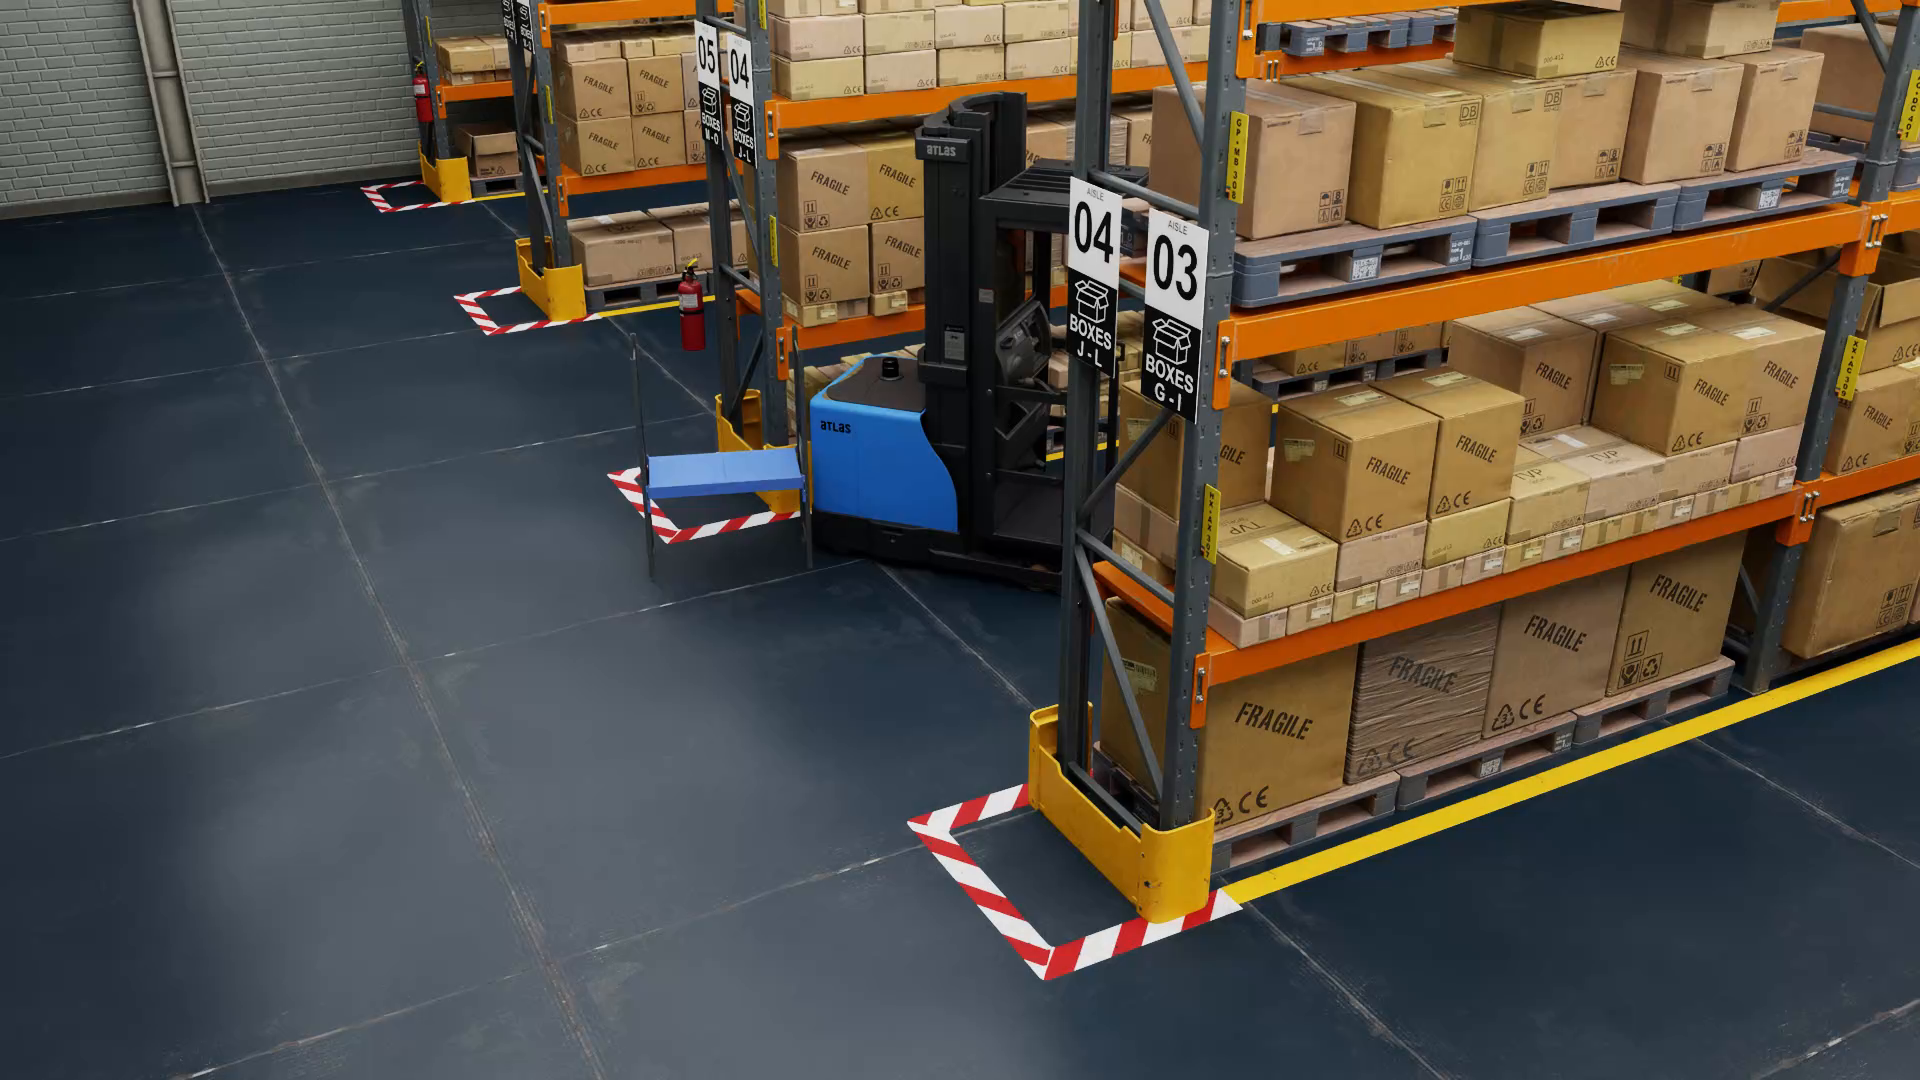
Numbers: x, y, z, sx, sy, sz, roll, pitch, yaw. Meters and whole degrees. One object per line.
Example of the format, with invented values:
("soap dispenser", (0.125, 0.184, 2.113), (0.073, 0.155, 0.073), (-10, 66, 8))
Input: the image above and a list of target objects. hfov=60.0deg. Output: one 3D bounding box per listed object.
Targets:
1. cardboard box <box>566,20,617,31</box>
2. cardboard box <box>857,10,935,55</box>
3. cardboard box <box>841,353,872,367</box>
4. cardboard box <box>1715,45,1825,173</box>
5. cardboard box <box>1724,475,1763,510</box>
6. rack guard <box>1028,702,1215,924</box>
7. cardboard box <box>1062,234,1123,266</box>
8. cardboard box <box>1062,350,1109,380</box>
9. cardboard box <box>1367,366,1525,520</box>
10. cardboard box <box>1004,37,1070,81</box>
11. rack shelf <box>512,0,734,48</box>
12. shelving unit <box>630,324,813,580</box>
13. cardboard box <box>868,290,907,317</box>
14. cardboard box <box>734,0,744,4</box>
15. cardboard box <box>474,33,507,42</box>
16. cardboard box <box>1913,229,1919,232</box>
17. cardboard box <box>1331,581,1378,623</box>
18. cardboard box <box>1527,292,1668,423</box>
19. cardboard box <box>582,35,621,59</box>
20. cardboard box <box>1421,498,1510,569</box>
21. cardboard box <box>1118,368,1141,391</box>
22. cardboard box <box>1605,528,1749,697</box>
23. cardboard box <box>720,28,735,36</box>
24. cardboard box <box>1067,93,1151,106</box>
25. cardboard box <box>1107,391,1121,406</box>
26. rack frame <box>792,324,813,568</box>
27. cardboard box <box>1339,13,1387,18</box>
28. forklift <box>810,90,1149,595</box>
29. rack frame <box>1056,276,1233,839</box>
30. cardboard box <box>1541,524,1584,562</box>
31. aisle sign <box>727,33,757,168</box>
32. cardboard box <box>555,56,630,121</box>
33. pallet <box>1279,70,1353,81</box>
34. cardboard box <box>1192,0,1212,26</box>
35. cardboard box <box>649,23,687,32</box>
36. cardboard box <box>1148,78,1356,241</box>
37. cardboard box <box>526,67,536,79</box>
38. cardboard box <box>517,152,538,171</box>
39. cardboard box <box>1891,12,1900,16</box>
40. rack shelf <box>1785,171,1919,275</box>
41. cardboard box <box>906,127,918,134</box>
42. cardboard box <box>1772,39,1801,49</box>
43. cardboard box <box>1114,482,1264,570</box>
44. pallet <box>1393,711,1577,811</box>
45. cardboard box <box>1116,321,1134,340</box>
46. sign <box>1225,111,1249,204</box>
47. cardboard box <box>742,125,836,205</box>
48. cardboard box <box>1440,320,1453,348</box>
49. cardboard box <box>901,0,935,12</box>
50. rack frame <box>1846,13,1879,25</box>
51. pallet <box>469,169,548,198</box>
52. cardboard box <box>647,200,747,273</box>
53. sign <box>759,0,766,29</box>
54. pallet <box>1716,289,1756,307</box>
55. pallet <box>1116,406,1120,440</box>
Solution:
("cardboard box", (-4.379, -6.231, 19.725), (0.500, 0.500, 0.500), (-12, 28, -24))
("cardboard box", (-0.503, -3.373, 10.940), (0.500, 0.250, 0.500), (-13, 29, -26))
("cardboard box", (-0.707, -1.274, 12.558), (0.250, 0.149, 0.380), (-14, 29, -26))
("cardboard box", (3.640, -2.115, 8.008), (0.500, 0.500, 0.700), (-15, 29, -28))
("cardboard box", (3.960, -0.313, 8.726), (0.250, 0.149, 0.380), (-12, 28, -24))
("rack guard", (0.751, 1.280, 8.006), (0.348, 0.500, 1.175), (-13, 29, -25))
("cardboard box", (0.865, -2.348, 12.215), (0.500, 0.500, 0.500), (-13, 29, -25))
("cardboard box", (0.981, -1.347, 12.712), (0.250, 0.149, 0.380), (-15, 29, -28))
("cardboard box", (2.219, -0.460, 7.706), (0.500, 0.500, 0.500), (-14, 29, -26))
("cardboard box", (0.420, -3.361, 11.492), (0.500, 0.250, 0.500), (-13, 29, -25))
("rack shelf", (-2.126, -5.071, 15.713), (4.000, 0.370, 1.077), (-13, 29, -25))
("shelving unit", (-1.522, -0.561, 10.686), (1.048, 1.500, 0.538), (-4, 26, -9))
("cardboard box", (-0.565, -1.696, 11.607), (0.250, 0.149, 0.380), (-14, 29, -27))
("cardboard box", (-1.317, -3.636, 11.027), (0.250, 0.149, 0.380), (-13, 29, -26))
("cardboard box", (-5.493, -5.897, 19.896), (0.500, 0.250, 0.500), (-13, 29, -25))
("cardboard box", (6.014, -1.565, 9.768), (0.637, 0.503, 0.797), (-12, 28, -23))
("cardboard box", (1.692, 0.210, 7.636), (0.250, 0.149, 0.380), (-14, 29, -26))
("cardboard box", (3.321, -0.973, 8.775), (0.500, 0.500, 0.500), (-13, 29, -25))
("cardboard box", (-3.249, -4.471, 15.077), (0.250, 0.149, 0.380), (-12, 28, -24))
("cardboard box", (2.224, -0.122, 7.868), (0.500, 0.250, 0.500), (-14, 29, -27))
("cardboard box", (1.200, -1.299, 12.954), (0.250, 0.149, 0.380), (-13, 28, -25))
("cardboard box", (3.682, 0.206, 9.324), (0.875, 0.875, 0.875), (-13, 29, -25))
("cardboard box", (-2.059, -4.691, 15.534), (0.250, 0.149, 0.380), (-14, 29, -26))
("cardboard box", (1.094, -3.101, 12.628), (0.500, 0.500, 0.500), (-14, 29, -27))
("cardboard box", (1.110, -1.168, 13.026), (0.250, 0.149, 0.380), (-14, 29, -26))
("rack frame", (-1.021, -0.599, 10.765), (0.032, 1.500, 0.500), (-4, 26, -9))
("cardboard box", (2.932, -4.181, 12.645), (0.500, 0.311, 0.500), (-13, 29, -26))
("forklift", (0.588, -1.225, 10.414), (3.031, 2.935, 1.130), (9, 27, 19))
("rack frame", (0.772, 0.149, 7.475), (0.127, 3.000, 1.000), (-13, 29, -25))
("cardboard box", (2.828, -0.052, 8.184), (0.250, 0.149, 0.380), (-13, 28, -24))
("aisle sign", (-1.396, -2.809, 10.631), (0.004, 0.787, 0.394), (-13, 29, -25))
("cardboard box", (-3.333, -4.121, 15.097), (0.500, 0.500, 0.500), (-14, 29, -26))
("pallet", (3.747, -5.365, 19.180), (1.003, 0.211, 1.213), (-13, 29, -25))
("cardboard box", (1.770, -3.900, 12.037), (0.500, 0.250, 0.500), (-14, 29, -28))
("cardboard box", (-2.762, -4.781, 15.723), (0.250, 0.149, 0.380), (-13, 29, -26))
("cardboard box", (1.206, -1.609, 6.955), (0.500, 0.500, 0.700), (-15, 29, -28))
("cardboard box", (-5.141, -5.544, 19.622), (0.250, 0.149, 0.380), (-12, 28, -23))
("cardboard box", (-5.252, -4.595, 20.164), (0.250, 0.149, 0.380), (-14, 29, -27))
("cardboard box", (9.888, -4.983, 16.742), (0.550, 0.550, 0.875), (-13, 29, -25))
("rack shelf", (6.067, -2.101, 9.527), (4.000, 0.370, 1.077), (-13, 29, -25))
("cardboard box", (-0.039, -2.589, 11.562), (0.500, 0.500, 0.500), (-14, 29, -26))
("cardboard box", (7.782, -4.394, 15.666), (0.500, 0.500, 0.700), (-13, 28, -25))
("cardboard box", (1.075, -0.118, 7.860), (0.500, 0.250, 0.500), (-13, 29, -26))
("pallet", (2.516, 0.966, 8.994), (1.213, 0.211, 1.003), (-13, 29, -25))
("cardboard box", (1.185, -1.658, 13.360), (0.250, 0.149, 0.380), (-13, 29, -26))
("sign", (1.028, -1.420, 6.175), (0.005, 0.325, 0.100), (-13, 29, -25))
("cardboard box", (-1.186, -2.584, 11.553), (0.500, 0.500, 0.500), (-14, 29, -26))
("cardboard box", (4.210, -2.006, 14.365), (0.500, 0.500, 0.500), (-14, 29, -27))
("cardboard box", (-0.357, -3.557, 10.861), (0.250, 0.149, 0.380), (-13, 28, -24))
("rack frame", (9.116, -4.210, 16.553), (0.127, 3.000, 1.000), (-13, 29, -25))
("pallet", (-5.460, -4.452, 20.279), (1.213, 0.211, 1.003), (-13, 29, -25))
("cardboard box", (-2.552, -3.033, 16.576), (0.875, 0.438, 0.875), (-12, 28, -24))
("sign", (-1.217, -3.305, 10.193), (0.005, 0.325, 0.100), (-13, 29, -25))
("pallet", (7.393, -2.517, 16.249), (1.213, 0.211, 1.003), (-13, 29, -25))
("pallet", (1.481, -1.174, 13.450), (1.213, 0.211, 1.003), (-13, 29, -25))
